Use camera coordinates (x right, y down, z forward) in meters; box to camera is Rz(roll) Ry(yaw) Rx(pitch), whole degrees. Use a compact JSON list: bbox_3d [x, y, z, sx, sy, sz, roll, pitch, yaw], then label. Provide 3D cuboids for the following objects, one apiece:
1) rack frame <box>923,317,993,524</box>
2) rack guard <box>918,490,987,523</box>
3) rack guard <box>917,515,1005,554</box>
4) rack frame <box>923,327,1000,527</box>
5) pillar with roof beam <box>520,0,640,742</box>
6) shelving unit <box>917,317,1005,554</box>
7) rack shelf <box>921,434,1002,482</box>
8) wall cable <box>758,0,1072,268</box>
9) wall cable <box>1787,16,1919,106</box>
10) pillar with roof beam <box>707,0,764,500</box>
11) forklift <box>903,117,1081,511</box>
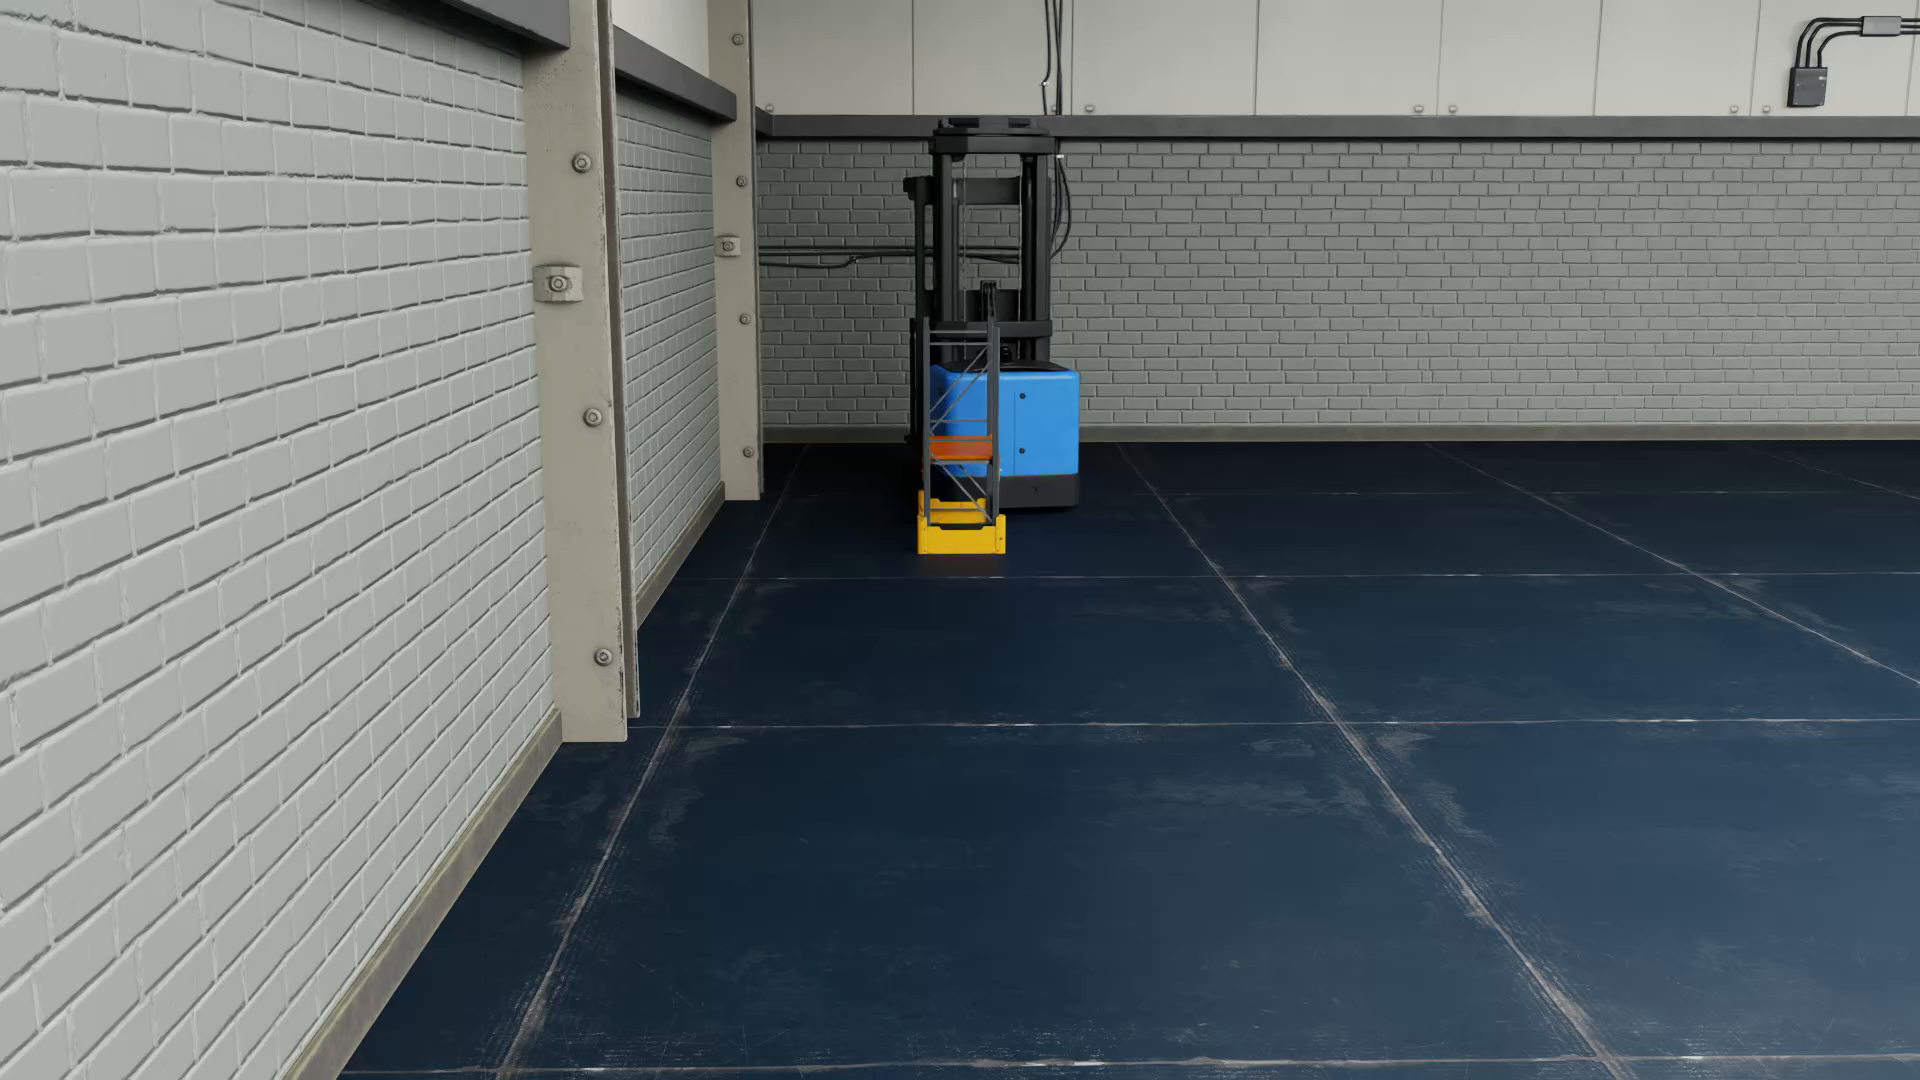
[{"bbox_3d":[-0.012,-0.853,11.992,0.500,1.500,0.032,0,11,-1],"label":"rack frame"},{"bbox_3d":[-0.012,-0.237,12.097,0.587,0.250,0.087,0,11,-1],"label":"rack guard"},{"bbox_3d":[0.009,-0.039,11.121,0.587,0.250,0.087,0,11,-1],"label":"rack guard"},{"bbox_3d":[0.009,-0.651,10.995,0.500,1.500,0.032,0,11,-1],"label":"rack frame"},{"bbox_3d":[2.689,-3.590,6.620,9.100,9.000,0.400,0,11,-1],"label":"pillar with roof beam"},{"bbox_3d":[-0.002,-0.750,11.485,0.587,1.500,1.083,0,11,-1],"label":"shelving unit"},{"bbox_3d":[-0.002,-0.576,11.529,0.538,0.185,1.000,0,11,-1],"label":"rack shelf"},{"bbox_3d":[-0.478,-3.834,15.634,3.097,2.526,0.112,0,11,-1],"label":"wall cable"},{"bbox_3d":[9.013,-7.058,15.164,2.305,6.003,0.169,0,11,-1],"label":"wall cable"},{"bbox_3d":[2.565,-4.782,12.499,9.100,9.000,0.400,0,11,-1],"label":"pillar with roof beam"},{"bbox_3d":[0.140,-1.900,13.554,1.130,2.935,3.031,-2,12,-10],"label":"forklift"}]
